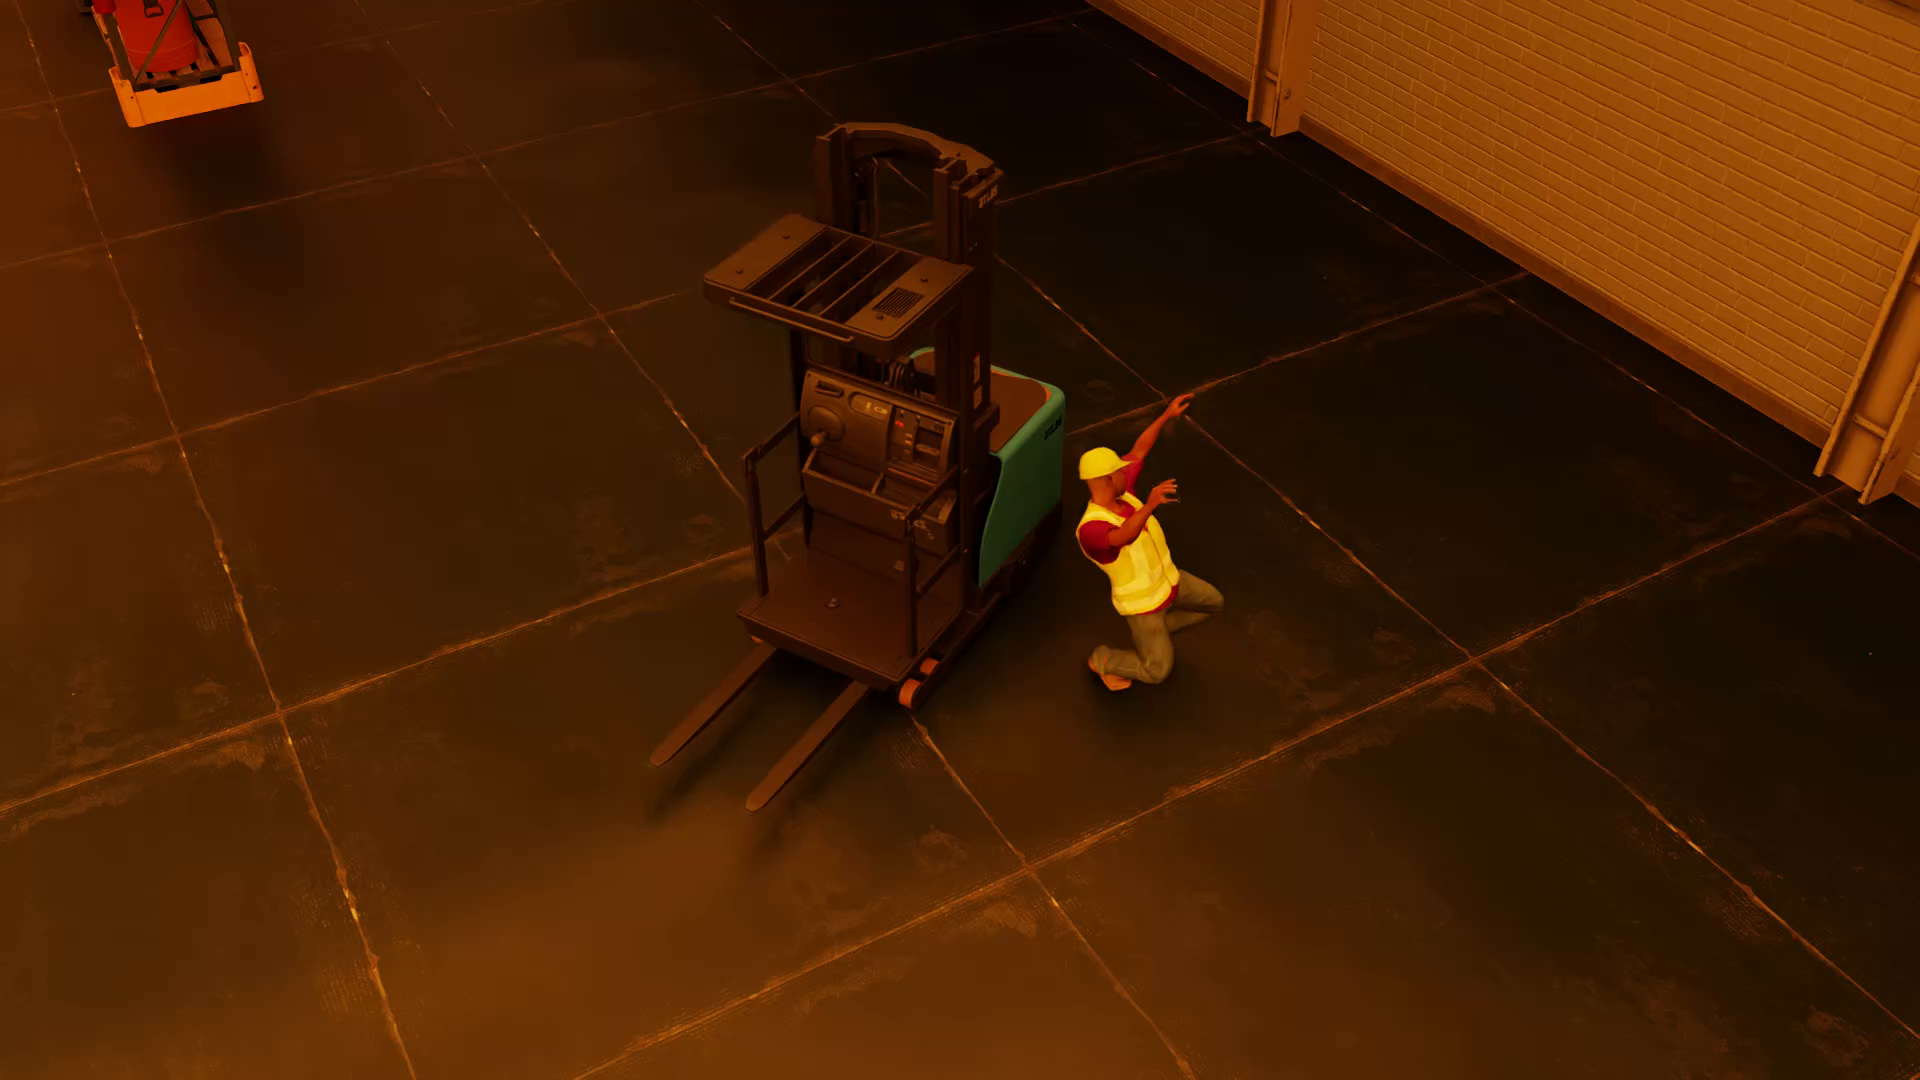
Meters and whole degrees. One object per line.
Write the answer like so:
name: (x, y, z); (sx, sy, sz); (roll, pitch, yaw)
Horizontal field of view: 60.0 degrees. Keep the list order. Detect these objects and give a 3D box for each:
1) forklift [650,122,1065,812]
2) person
forklift: (-0.551, -0.534, 8.679); (1.130, 2.935, 3.031); (21, 44, 23)
person: (1.030, 0.072, 8.970); (0.807, 1.665, 1.084); (18, 43, 21)
